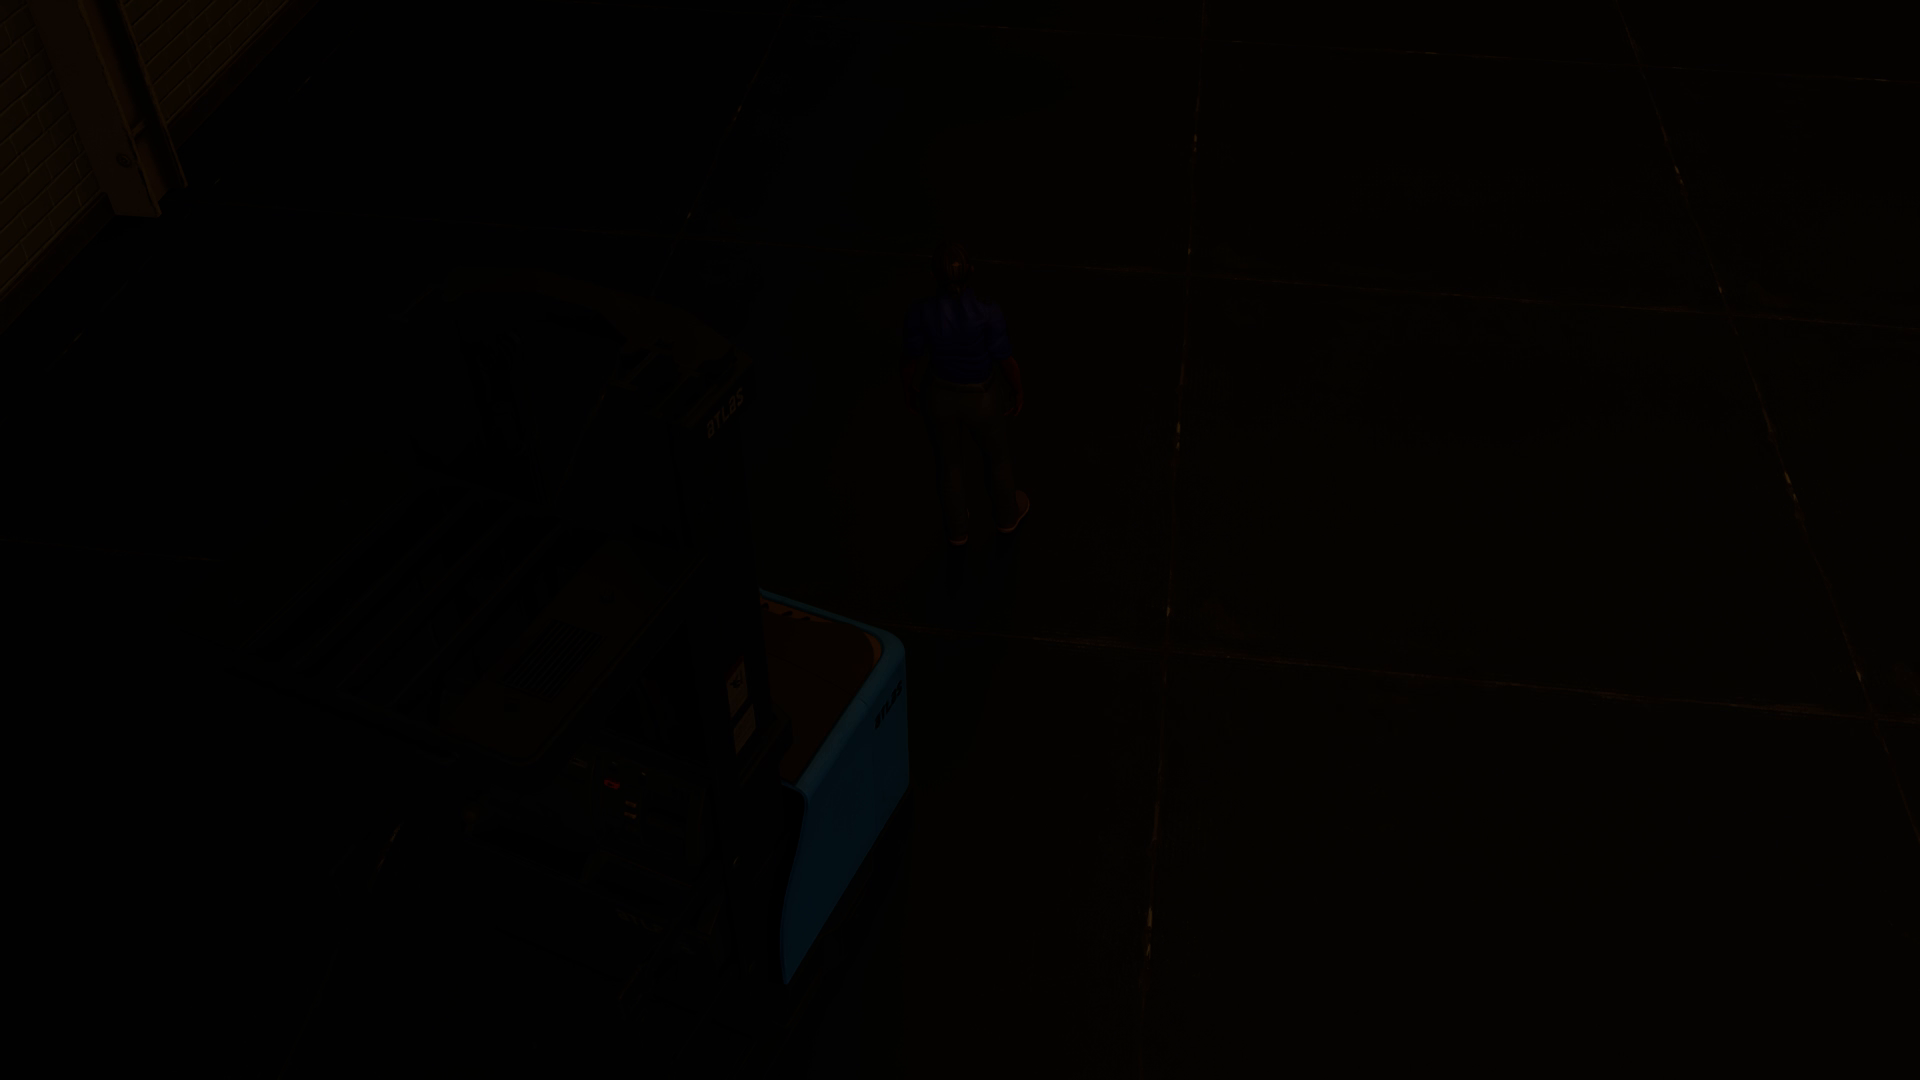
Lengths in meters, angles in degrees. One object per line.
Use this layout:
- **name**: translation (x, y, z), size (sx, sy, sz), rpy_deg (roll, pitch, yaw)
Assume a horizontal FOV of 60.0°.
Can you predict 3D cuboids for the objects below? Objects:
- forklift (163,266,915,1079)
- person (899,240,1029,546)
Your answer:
- **forklift**: translation (-1.252, 0.826, 4.825), size (1.130, 2.935, 3.031), rpy_deg (17, 45, 18)
- **person**: translation (0.031, -0.672, 7.389), size (0.570, 1.656, 0.503), rpy_deg (5, 43, 6)
